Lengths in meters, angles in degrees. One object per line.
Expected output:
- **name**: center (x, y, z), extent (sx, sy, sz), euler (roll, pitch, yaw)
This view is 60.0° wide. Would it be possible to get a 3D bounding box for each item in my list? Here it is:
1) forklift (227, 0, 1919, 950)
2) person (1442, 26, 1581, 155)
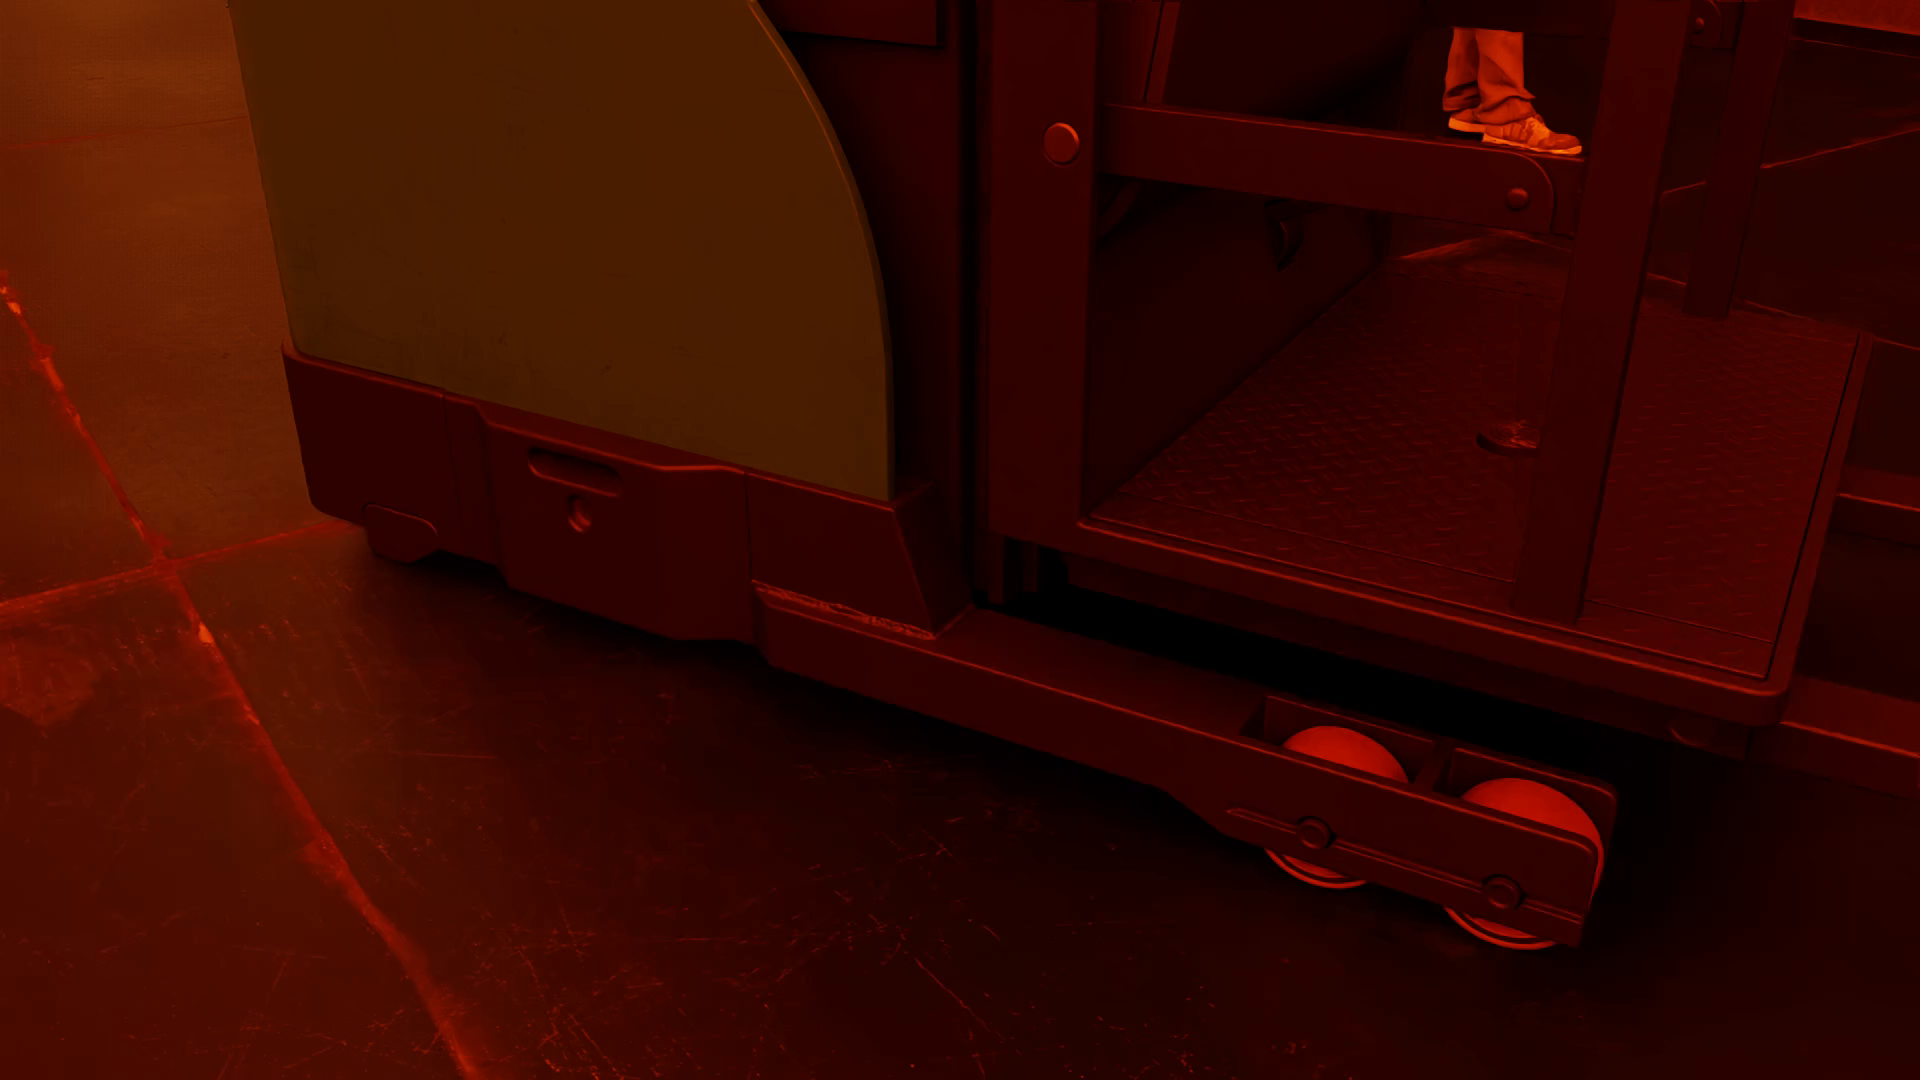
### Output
- **forklift**: center (0.566, -1.171, 1.566), extent (3.031, 2.935, 1.130), euler (14, 30, 26)
- **person**: center (1.550, -1.883, 4.457), extent (0.476, 1.597, 0.519), euler (9, 28, 18)
